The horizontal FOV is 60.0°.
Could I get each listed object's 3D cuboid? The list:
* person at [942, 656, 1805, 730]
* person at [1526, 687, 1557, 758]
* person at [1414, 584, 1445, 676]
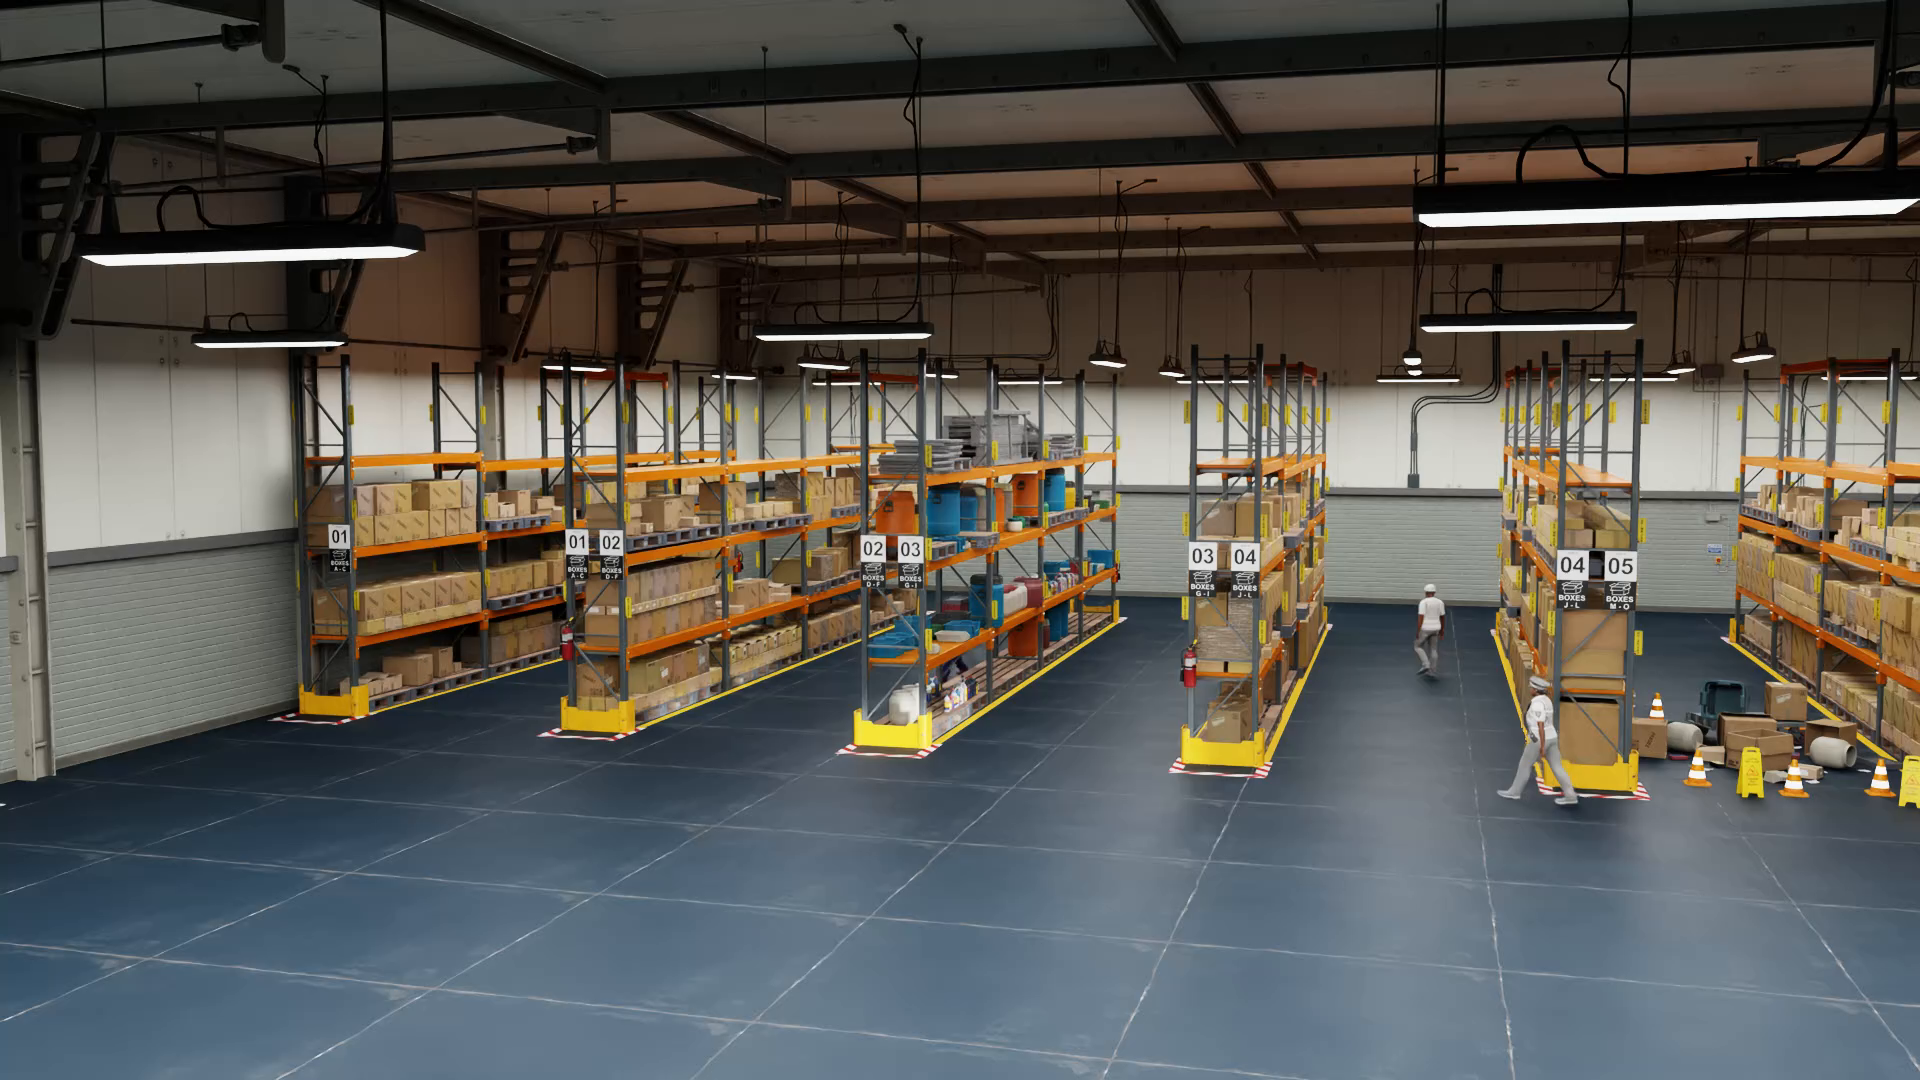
[{"bbox_3d":[6.495,2.043,28.839,7.160,1.613,13.272,-4,6,-44],"label":"person"},{"bbox_3d":[7.479,2.279,21.406,0.475,0.979,0.391,-4,6,-43],"label":"person"},{"bbox_3d":[9.027,1.729,31.912,0.616,1.767,0.467,-1,4,-17],"label":"person"}]
